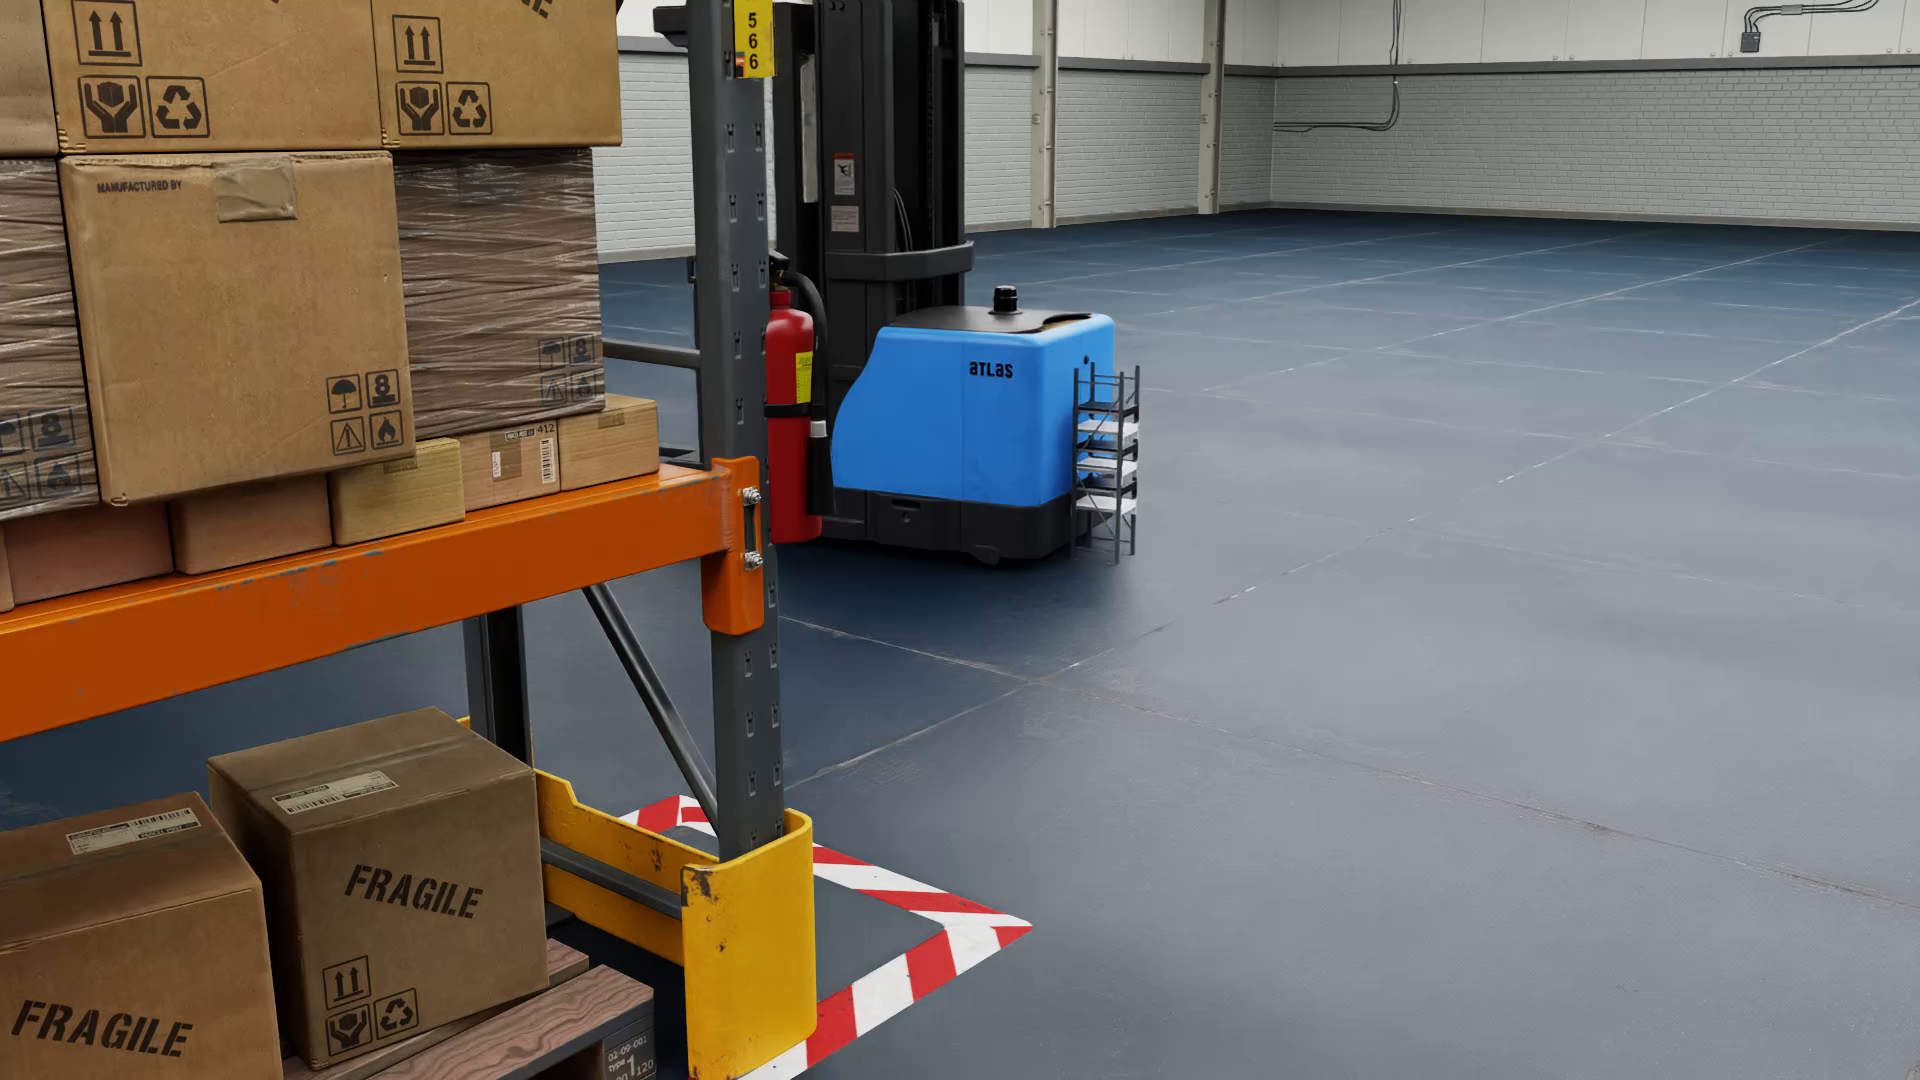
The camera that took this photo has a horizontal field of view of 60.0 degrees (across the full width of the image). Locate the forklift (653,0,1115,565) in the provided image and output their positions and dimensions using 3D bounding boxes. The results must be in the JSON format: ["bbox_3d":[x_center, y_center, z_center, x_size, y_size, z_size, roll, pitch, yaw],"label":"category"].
[{"bbox_3d":[-0.789,-1.535,8.212,3.031,2.935,1.130,7,16,25],"label":"forklift"}]

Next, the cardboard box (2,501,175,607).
[{"bbox_3d":[-1.465,-0.024,2.636,0.380,0.149,0.250,11,18,38],"label":"cardboard box"}]

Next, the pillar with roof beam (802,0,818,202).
[{"bbox_3d":[1.139,-8.419,22.986,9.100,9.000,0.400,11,18,38],"label":"pillar with roof beam"}]

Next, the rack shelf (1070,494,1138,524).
[{"bbox_3d":[0.669,-0.146,7.737,0.258,0.077,0.200,7,16,25],"label":"rack shelf"}]

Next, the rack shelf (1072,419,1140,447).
[{"bbox_3d":[0.670,-0.495,7.648,0.258,0.077,0.200,7,16,25],"label":"rack shelf"}]

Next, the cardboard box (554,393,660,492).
[{"bbox_3d":[-0.832,-0.215,3.386,0.380,0.149,0.250,11,18,38],"label":"cardboard box"}]

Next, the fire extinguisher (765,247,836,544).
[{"bbox_3d":[-0.383,-0.336,3.511,0.296,0.674,0.183,11,18,38],"label":"fire extinguisher"}]

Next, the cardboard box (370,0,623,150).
[{"bbox_3d":[-0.967,-0.957,2.959,0.500,0.500,0.500,11,18,38],"label":"cardboard box"}]

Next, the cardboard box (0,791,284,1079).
[{"bbox_3d":[-1.568,0.822,3.020,0.500,0.500,0.500,-10,17,-35],"label":"cardboard box"}]

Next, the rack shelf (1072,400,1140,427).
[{"bbox_3d":[0.670,-0.582,7.625,0.258,0.077,0.200,7,16,25],"label":"rack shelf"}]

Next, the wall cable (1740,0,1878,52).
[{"bbox_3d":[15.586,-11.919,29.856,2.305,6.003,0.169,11,18,38],"label":"wall cable"}]

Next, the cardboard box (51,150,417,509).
[{"bbox_3d":[-1.401,-0.400,2.799,0.875,0.500,0.500,11,18,38],"label":"cardboard box"}]

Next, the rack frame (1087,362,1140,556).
[{"bbox_3d":[0.714,-0.375,7.772,0.240,0.900,0.006,7,16,25],"label":"rack frame"}]

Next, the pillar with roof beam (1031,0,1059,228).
[{"bbox_3d":[4.910,-9.568,27.509,9.100,9.000,0.400,11,18,38],"label":"pillar with roof beam"}]

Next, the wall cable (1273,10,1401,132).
[{"bbox_3d":[8.212,-10.238,36.452,3.097,2.526,0.112,11,18,38],"label":"wall cable"}]

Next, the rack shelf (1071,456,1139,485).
[{"bbox_3d":[0.669,-0.321,7.692,0.258,0.077,0.200,7,16,25],"label":"rack shelf"}]

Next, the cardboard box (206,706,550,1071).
[{"bbox_3d":[-1.219,0.702,3.491,0.500,0.500,0.500,-12,18,-39],"label":"cardboard box"}]

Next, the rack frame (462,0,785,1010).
[{"bbox_3d":[-0.813,-0.423,3.696,1.000,3.000,0.127,11,18,38],"label":"rack frame"}]

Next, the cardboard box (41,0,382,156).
[{"bbox_3d":[-1.277,-0.860,2.578,0.500,0.500,0.500,11,18,38],"label":"cardboard box"}]

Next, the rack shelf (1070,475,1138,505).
[{"bbox_3d":[0.669,-0.234,7.714,0.258,0.077,0.200,7,16,25],"label":"rack shelf"}]

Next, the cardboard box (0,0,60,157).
[{"bbox_3d":[-1.593,-0.765,2.203,0.500,0.500,0.500,11,18,38],"label":"cardboard box"}]

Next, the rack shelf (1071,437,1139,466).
[{"bbox_3d":[0.670,-0.408,7.670,0.258,0.077,0.200,7,16,25],"label":"rack shelf"}]

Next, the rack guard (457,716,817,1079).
[{"bbox_3d":[-0.861,0.803,3.946,1.175,0.500,0.348,11,18,38],"label":"rack guard"}]

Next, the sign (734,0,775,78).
[{"bbox_3d":[-0.394,-1.048,3.161,0.100,0.325,0.005,11,18,38],"label":"sign"}]

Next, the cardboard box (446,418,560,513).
[{"bbox_3d":[-0.989,-0.167,3.198,0.380,0.149,0.250,11,18,38],"label":"cardboard box"}]

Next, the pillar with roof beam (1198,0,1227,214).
[{"bbox_3d":[8.681,-10.717,32.032,9.100,9.000,0.400,11,18,38],"label":"pillar with roof beam"}]

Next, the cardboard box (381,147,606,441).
[{"bbox_3d":[-1.180,-0.515,3.249,0.875,0.500,0.500,11,18,38],"label":"cardboard box"}]

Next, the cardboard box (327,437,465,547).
[{"bbox_3d":[-1.107,-0.111,2.978,0.380,0.149,0.250,11,18,38],"label":"cardboard box"}]

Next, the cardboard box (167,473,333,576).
[{"bbox_3d":[-1.276,-0.066,2.799,0.380,0.149,0.250,11,18,38],"label":"cardboard box"}]

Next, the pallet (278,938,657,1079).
[{"bbox_3d":[-1.399,1.093,3.391,1.003,0.211,1.213,11,18,38],"label":"pallet"}]

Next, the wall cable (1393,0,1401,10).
[{"bbox_3d":[10.317,-12.267,34.183,3.097,2.526,0.112,11,18,38],"label":"wall cable"}]

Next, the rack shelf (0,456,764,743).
[{"bbox_3d":[-2.070,0.309,2.277,1.077,0.370,4.000,11,18,38],"label":"rack shelf"}]

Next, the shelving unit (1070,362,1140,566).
[{"bbox_3d":[0.670,-0.353,7.684,0.258,0.900,0.210,7,16,25],"label":"shelving unit"}]

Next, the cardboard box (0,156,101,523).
[{"bbox_3d":[-1.749,-0.311,2.448,0.875,0.500,0.500,11,18,38],"label":"cardboard box"}]

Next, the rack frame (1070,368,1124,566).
[{"bbox_3d":[0.625,-0.331,7.595,0.240,0.900,0.006,7,16,25],"label":"rack frame"}]

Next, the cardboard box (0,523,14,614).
[{"bbox_3d":[-1.605,0.027,2.434,0.380,0.149,0.250,11,18,38],"label":"cardboard box"}]
